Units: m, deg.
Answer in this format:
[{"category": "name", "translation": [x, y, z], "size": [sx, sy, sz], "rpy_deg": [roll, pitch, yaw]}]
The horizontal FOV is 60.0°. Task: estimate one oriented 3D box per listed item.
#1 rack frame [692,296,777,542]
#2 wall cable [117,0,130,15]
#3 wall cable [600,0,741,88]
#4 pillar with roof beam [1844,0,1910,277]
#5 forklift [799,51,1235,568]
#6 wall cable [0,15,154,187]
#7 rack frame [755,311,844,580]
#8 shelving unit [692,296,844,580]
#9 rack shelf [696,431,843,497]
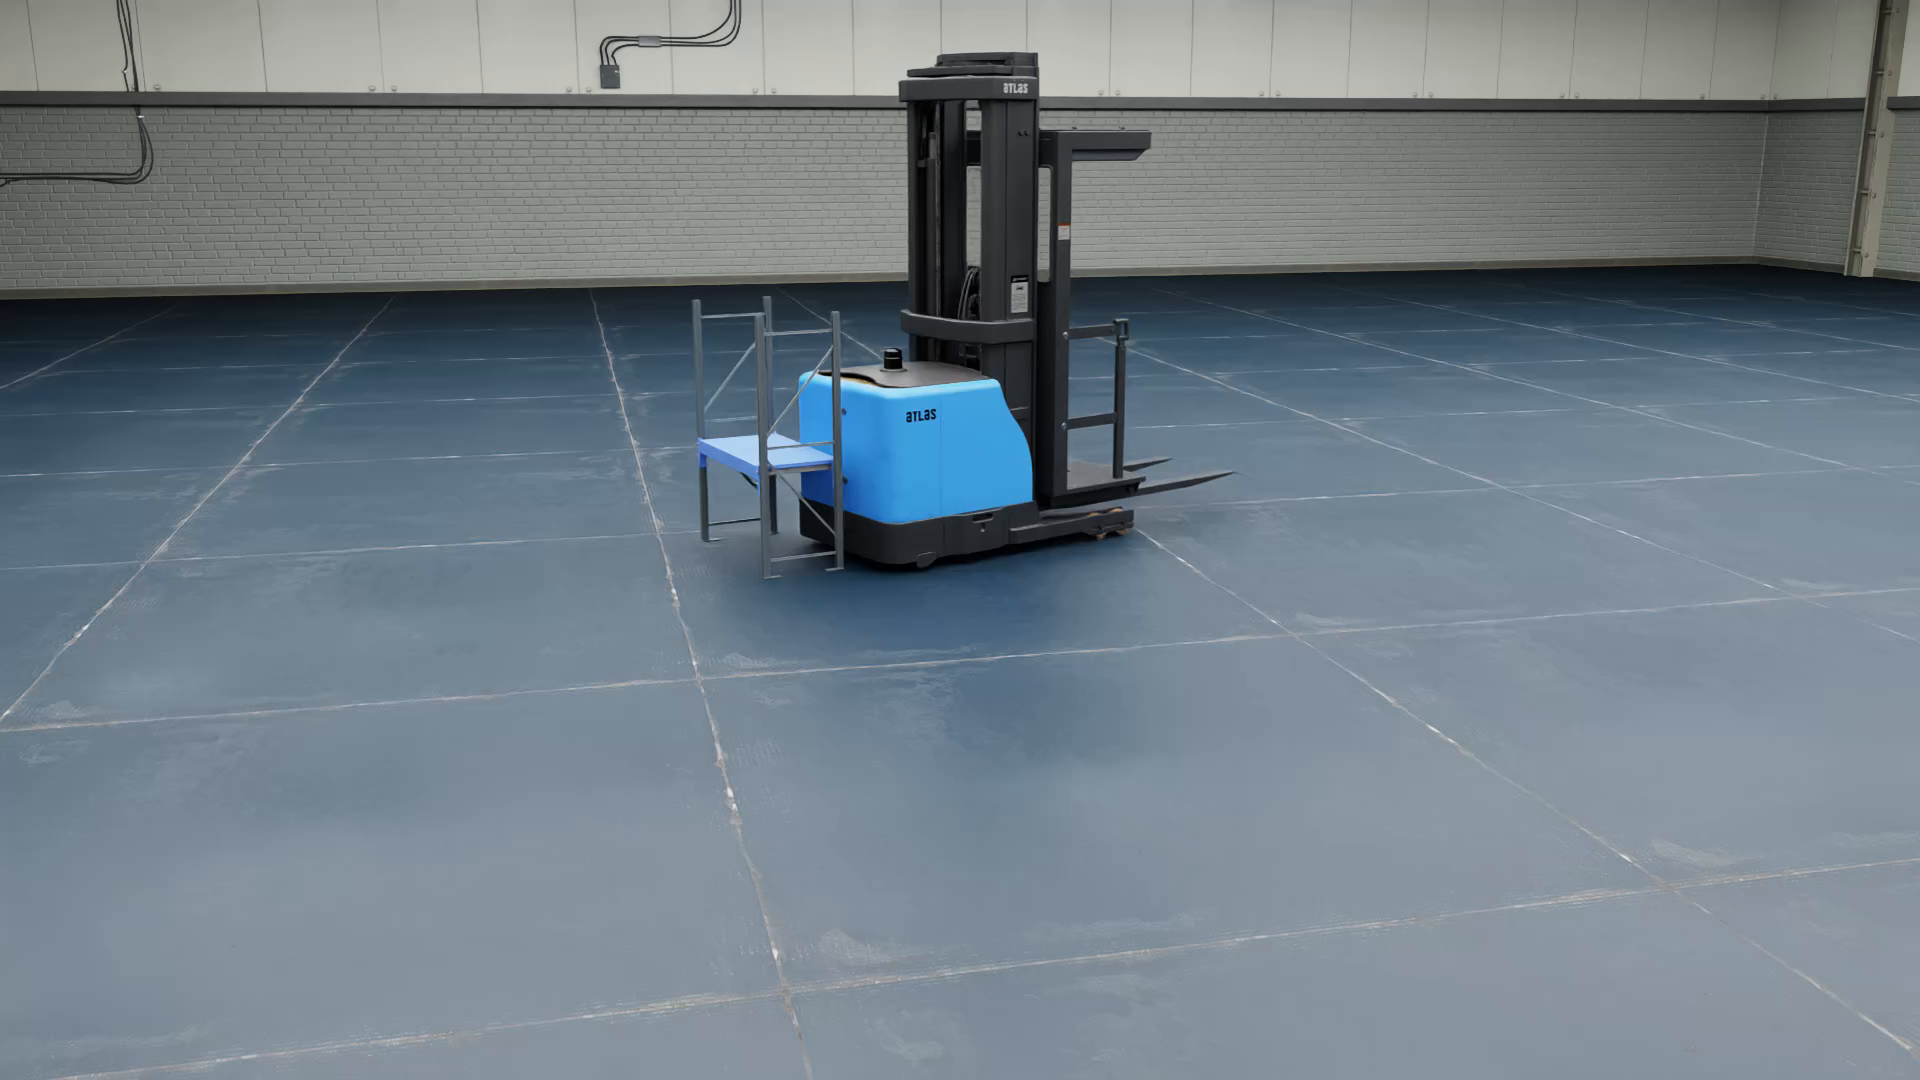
[{"category": "rack frame", "translation": [-1.390, -0.745, 10.316], "size": [0.500, 1.500, 0.032], "rpy_deg": [-7, 16, -28]}, {"category": "wall cable", "translation": [-11.277, -9.203, 25.036], "size": [3.097, 2.526, 0.112], "rpy_deg": [-3, 14, -13]}, {"category": "wall cable", "translation": [-4.675, -10.285, 26.397], "size": [2.305, 6.003, 0.169], "rpy_deg": [-3, 14, -13]}, {"category": "pillar with roof beam", "translation": [11.934, -8.870, 27.770], "size": [9.100, 9.000, 0.400], "rpy_deg": [-3, 14, -13]}, {"category": "forklift", "translation": [0.486, -1.520, 10.472], "size": [3.031, 2.935, 1.130], "rpy_deg": [-10, 17, -36]}, {"category": "wall cable", "translation": [-13.907, -6.599, 25.018], "size": [3.097, 2.526, 0.112], "rpy_deg": [-3, 14, -13]}, {"category": "rack frame", "translation": [-0.906, -0.533, 9.447], "size": [0.500, 1.500, 0.032], "rpy_deg": [-7, 16, -28]}, {"category": "shelving unit", "translation": [-1.148, -0.639, 9.881], "size": [0.538, 1.500, 1.048], "rpy_deg": [-7, 16, -28]}, {"category": "rack shelf", "translation": [-1.148, -0.464, 9.924], "size": [0.538, 0.185, 1.000], "rpy_deg": [-7, 16, -28]}]
